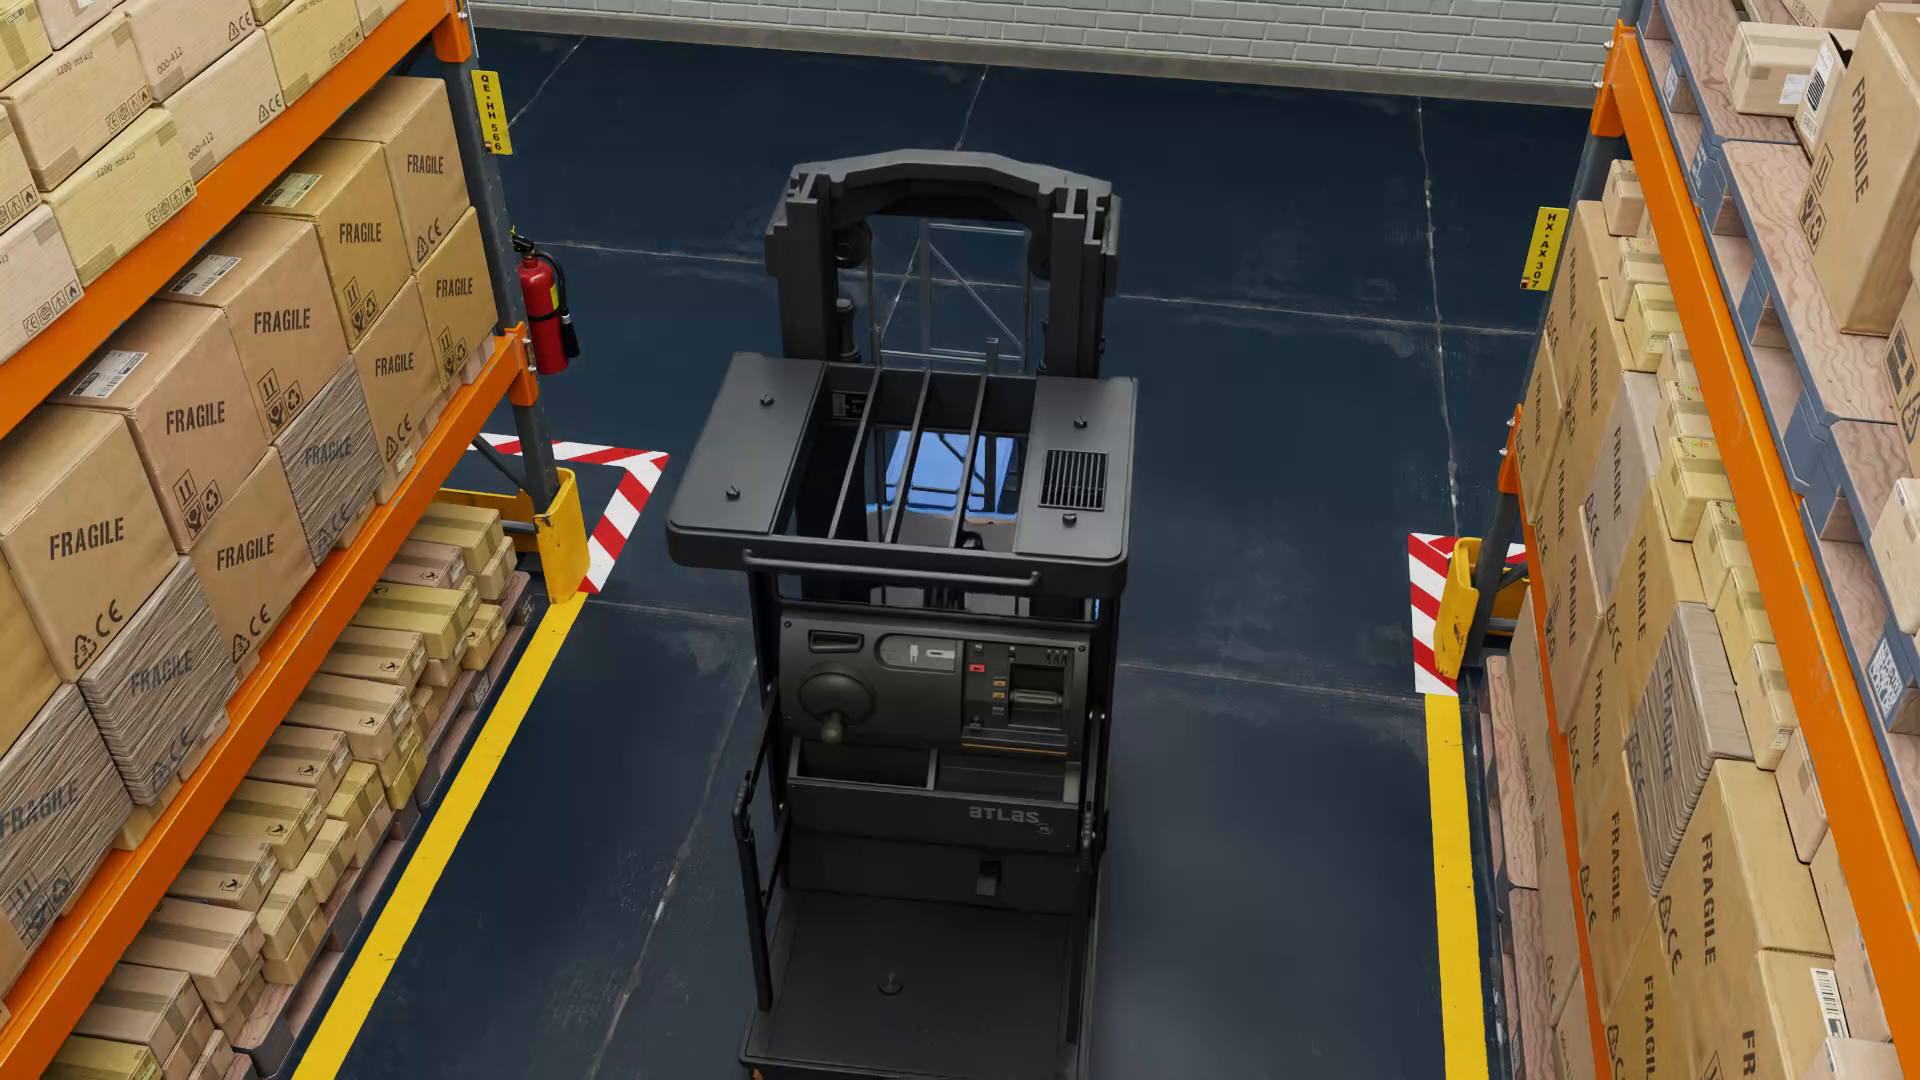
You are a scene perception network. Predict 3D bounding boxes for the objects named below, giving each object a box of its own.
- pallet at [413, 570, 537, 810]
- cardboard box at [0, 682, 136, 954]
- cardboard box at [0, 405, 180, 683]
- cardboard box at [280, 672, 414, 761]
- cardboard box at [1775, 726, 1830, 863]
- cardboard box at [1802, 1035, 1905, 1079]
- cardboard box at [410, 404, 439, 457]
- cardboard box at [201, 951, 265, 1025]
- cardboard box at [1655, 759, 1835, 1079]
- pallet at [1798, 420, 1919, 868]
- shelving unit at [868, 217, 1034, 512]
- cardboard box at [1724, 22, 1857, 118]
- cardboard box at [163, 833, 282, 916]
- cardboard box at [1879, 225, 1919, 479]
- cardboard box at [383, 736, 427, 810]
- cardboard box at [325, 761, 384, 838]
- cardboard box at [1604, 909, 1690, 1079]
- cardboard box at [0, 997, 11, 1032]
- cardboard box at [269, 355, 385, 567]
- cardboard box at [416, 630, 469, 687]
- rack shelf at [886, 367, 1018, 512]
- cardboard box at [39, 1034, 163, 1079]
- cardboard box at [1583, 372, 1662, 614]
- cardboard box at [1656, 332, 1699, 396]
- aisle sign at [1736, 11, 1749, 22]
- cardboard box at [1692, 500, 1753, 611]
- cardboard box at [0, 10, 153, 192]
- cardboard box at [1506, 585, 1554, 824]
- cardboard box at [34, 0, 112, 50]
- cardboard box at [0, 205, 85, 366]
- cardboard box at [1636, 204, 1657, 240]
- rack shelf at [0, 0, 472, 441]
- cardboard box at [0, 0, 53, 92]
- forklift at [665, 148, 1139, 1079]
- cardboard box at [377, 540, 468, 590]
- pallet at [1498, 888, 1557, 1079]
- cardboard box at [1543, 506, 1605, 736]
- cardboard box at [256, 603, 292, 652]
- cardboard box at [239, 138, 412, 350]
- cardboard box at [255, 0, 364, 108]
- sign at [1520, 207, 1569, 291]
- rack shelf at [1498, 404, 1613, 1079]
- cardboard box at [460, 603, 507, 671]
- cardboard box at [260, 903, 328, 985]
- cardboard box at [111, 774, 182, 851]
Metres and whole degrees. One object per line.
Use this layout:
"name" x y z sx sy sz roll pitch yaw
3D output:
"pallet" -2.462 0.544 6.926 1.003 0.211 1.213 6 40 8
"cardboard box" -2.553 0.679 4.263 0.500 0.500 0.500 6 40 8
"cardboard box" -2.455 -0.008 4.310 0.500 0.500 0.500 7 40 8
"cardboard box" -2.234 0.642 6.061 0.380 0.149 0.250 8 40 9
"cardboard box" 1.898 0.537 3.375 0.380 0.149 0.250 6 40 7
"cardboard box" 1.667 1.006 2.806 0.380 0.149 0.250 6 40 7
"cardboard box" -2.160 -0.441 6.126 0.380 0.149 0.250 6 40 7
"cardboard box" -2.506 1.392 5.387 0.380 0.149 0.250 8 40 10
"cardboard box" 1.832 0.841 3.516 0.500 0.500 0.500 6 40 7
"pallet" 2.079 0.274 2.780 1.003 0.211 1.213 6 40 8
"shelving unit" -0.015 -0.524 7.207 0.538 1.500 1.048 6 40 8
"cardboard box" 2.204 -1.204 4.287 0.380 0.149 0.250 8 40 9
"cardboard box" -2.488 1.113 5.491 0.380 0.149 0.250 5 40 6
"cardboard box" 2.129 -0.338 2.961 0.797 0.503 0.637 9 40 11
"cardboard box" -2.247 0.858 6.266 0.380 0.149 0.250 5 40 6
"cardboard box" -2.312 0.912 5.967 0.380 0.149 0.250 8 40 10
"cardboard box" 1.839 1.227 3.833 0.500 0.500 0.500 5 40 7
"cardboard box" -2.623 1.211 4.128 0.380 0.149 0.250 7 40 9
"cardboard box" -2.270 -0.285 5.429 0.500 0.500 0.500 7 40 8
"cardboard box" -2.172 0.427 6.554 0.380 0.149 0.250 5 40 6
"rack shelf" -0.015 -0.386 7.322 0.538 0.185 1.000 6 40 8
"cardboard box" -2.601 1.610 4.890 0.380 0.149 0.250 6 40 7
"cardboard box" 2.092 -0.107 4.662 0.500 0.500 0.500 6 40 7
"cardboard box" 2.131 -0.423 4.535 0.380 0.149 0.250 7 40 8
"aisle sign" 2.346 -1.681 5.389 0.394 0.787 0.004 6 40 8
"cardboard box" 1.978 0.055 3.957 0.380 0.149 0.250 6 40 8
"cardboard box" -2.380 -1.100 4.098 0.500 0.250 0.500 5 40 6
"cardboard box" 2.603 0.649 6.292 0.875 0.438 0.875 5 40 6
"cardboard box" -2.330 -1.324 4.056 0.380 0.149 0.250 5 40 6
"cardboard box" -2.439 -0.573 3.853 0.500 0.250 0.500 8 40 10
"cardboard box" 2.310 -0.911 5.126 0.380 0.149 0.250 7 40 9
"rack shelf" -2.620 -0.708 4.462 1.077 0.370 4.000 6 40 8
"cardboard box" -2.370 -1.159 3.857 0.380 0.149 0.250 5 40 6
"forklift" -0.104 0.517 4.824 1.130 2.935 3.031 4 40 5
"cardboard box" -2.216 0.135 6.673 0.380 0.149 0.250 7 40 9
"pallet" 2.344 1.747 5.472 1.003 0.211 1.213 6 40 8
"cardboard box" 2.087 0.267 4.994 0.500 0.500 0.500 6 40 7
"cardboard box" -2.391 0.216 5.332 0.380 0.149 0.250 7 40 8
"cardboard box" -2.196 -0.990 5.497 0.500 0.500 0.500 5 40 6
"cardboard box" -2.173 -1.547 5.030 0.500 0.250 0.500 6 40 8
"sign" 2.074 -1.031 5.901 0.100 0.325 0.005 6 40 8
"rack shelf" 2.273 0.931 4.835 1.077 0.370 4.000 6 40 8
"cardboard box" -2.104 0.379 6.846 0.380 0.149 0.250 8 40 9
"cardboard box" -2.402 1.351 5.669 0.380 0.149 0.250 5 40 6
"cardboard box" -2.468 0.717 4.726 0.380 0.149 0.250 7 40 8
